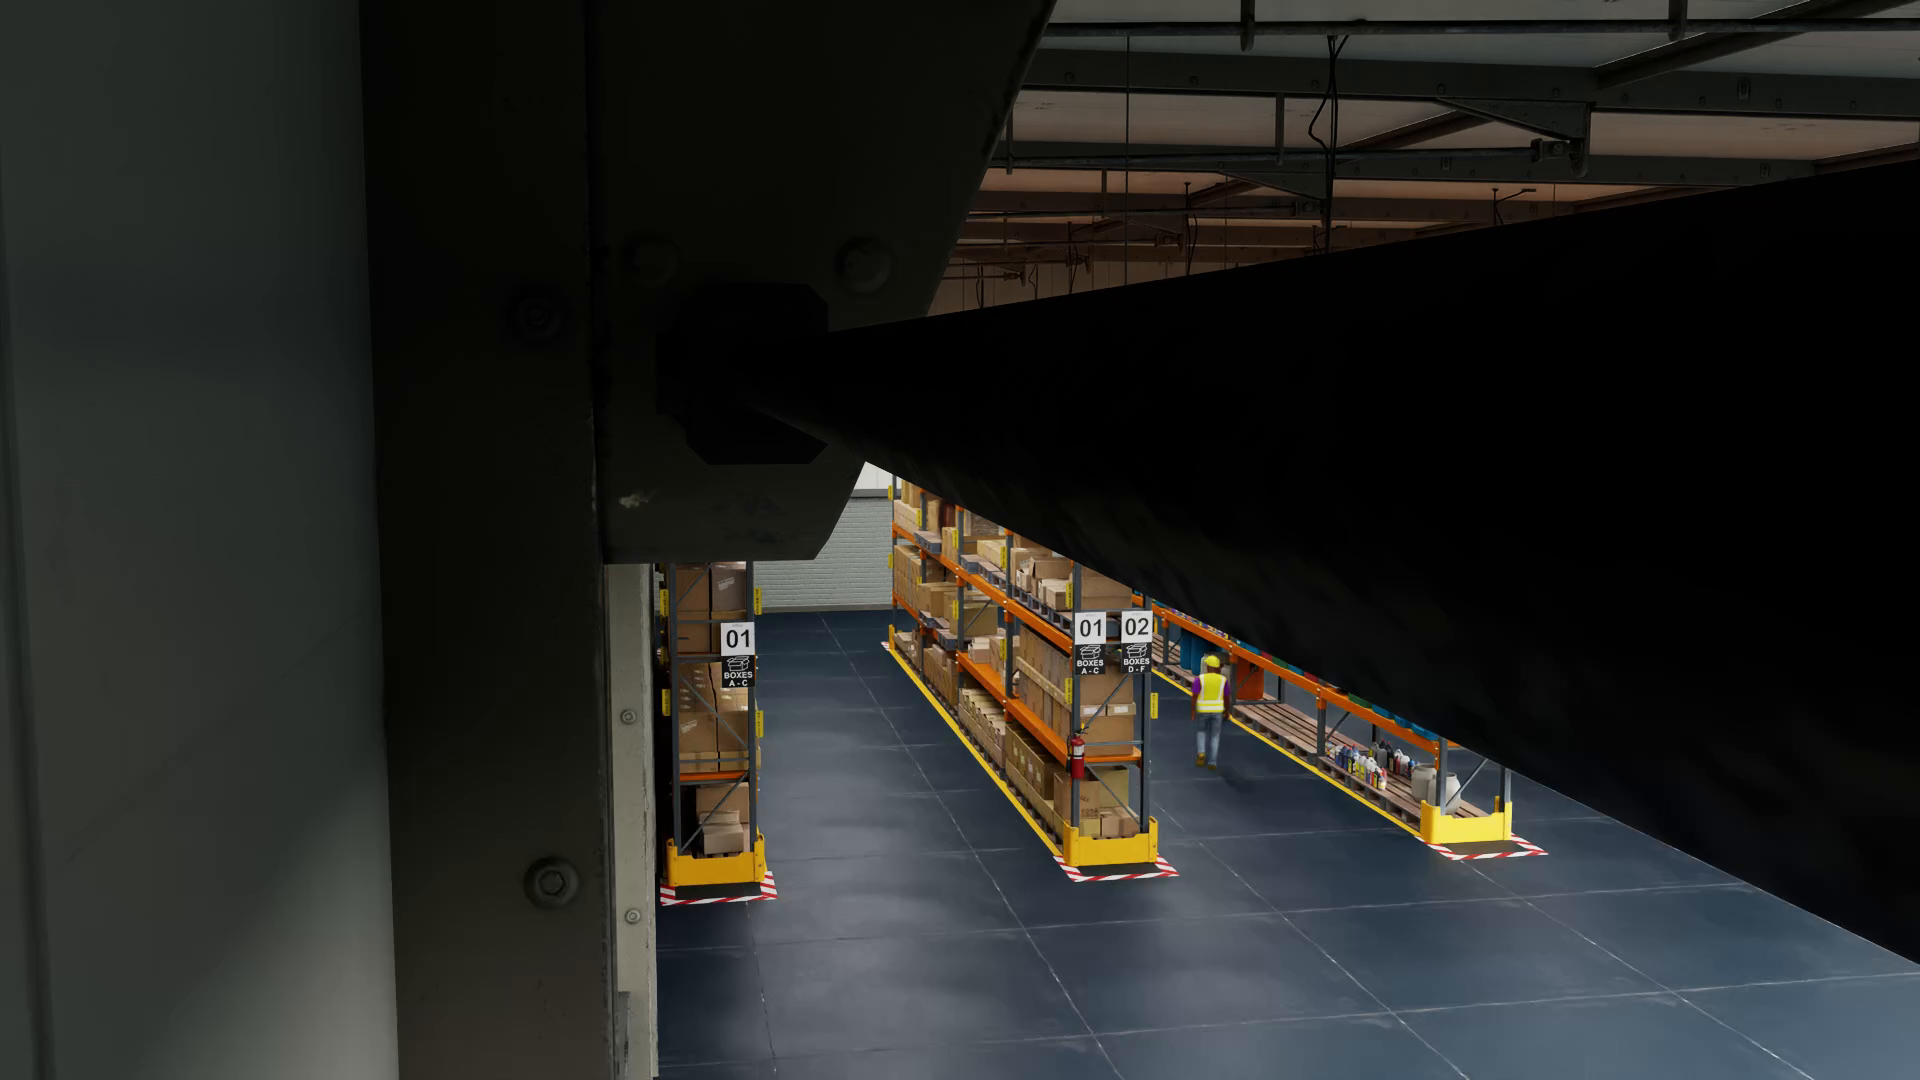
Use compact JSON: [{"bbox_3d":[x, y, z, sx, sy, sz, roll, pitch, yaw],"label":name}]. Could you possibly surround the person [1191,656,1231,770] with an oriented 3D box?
[{"bbox_3d":[3.889,2.655,25.731,0.583,1.756,0.439,2,6,16],"label":"person"}]
